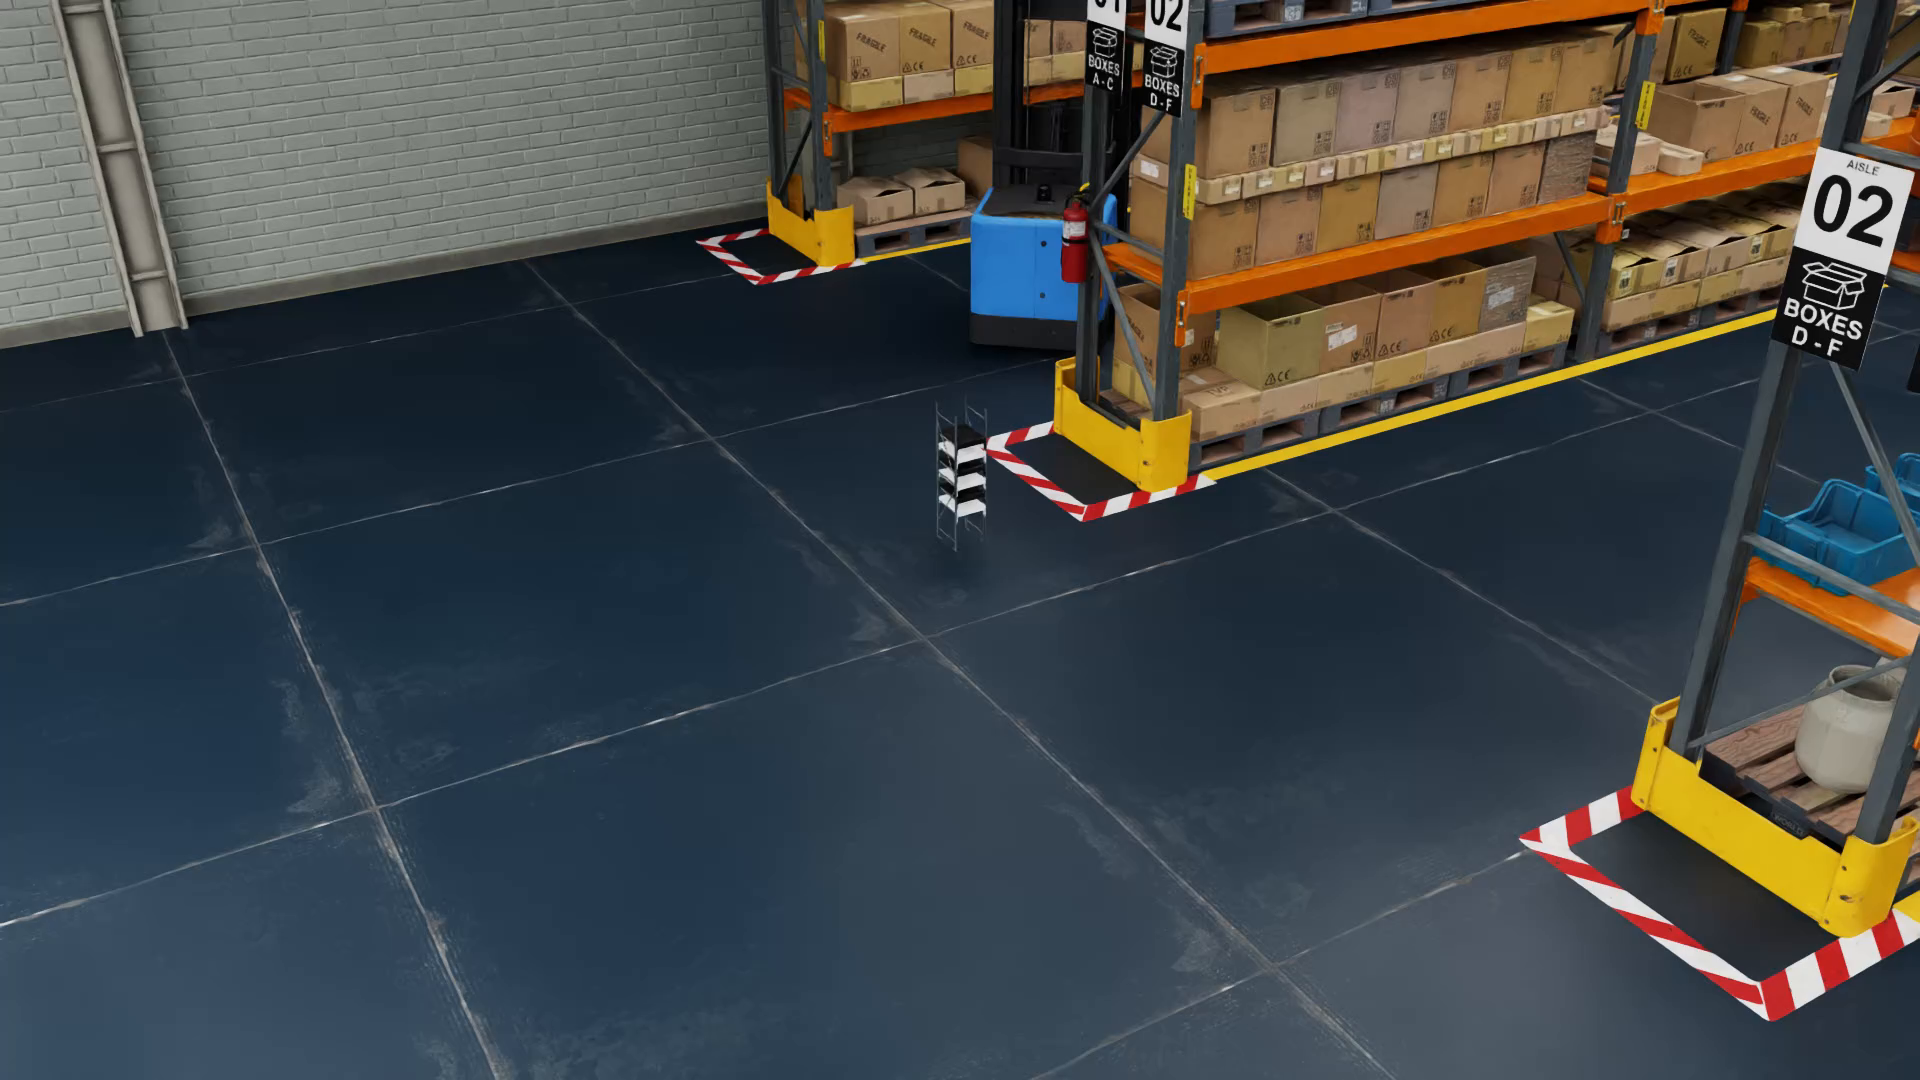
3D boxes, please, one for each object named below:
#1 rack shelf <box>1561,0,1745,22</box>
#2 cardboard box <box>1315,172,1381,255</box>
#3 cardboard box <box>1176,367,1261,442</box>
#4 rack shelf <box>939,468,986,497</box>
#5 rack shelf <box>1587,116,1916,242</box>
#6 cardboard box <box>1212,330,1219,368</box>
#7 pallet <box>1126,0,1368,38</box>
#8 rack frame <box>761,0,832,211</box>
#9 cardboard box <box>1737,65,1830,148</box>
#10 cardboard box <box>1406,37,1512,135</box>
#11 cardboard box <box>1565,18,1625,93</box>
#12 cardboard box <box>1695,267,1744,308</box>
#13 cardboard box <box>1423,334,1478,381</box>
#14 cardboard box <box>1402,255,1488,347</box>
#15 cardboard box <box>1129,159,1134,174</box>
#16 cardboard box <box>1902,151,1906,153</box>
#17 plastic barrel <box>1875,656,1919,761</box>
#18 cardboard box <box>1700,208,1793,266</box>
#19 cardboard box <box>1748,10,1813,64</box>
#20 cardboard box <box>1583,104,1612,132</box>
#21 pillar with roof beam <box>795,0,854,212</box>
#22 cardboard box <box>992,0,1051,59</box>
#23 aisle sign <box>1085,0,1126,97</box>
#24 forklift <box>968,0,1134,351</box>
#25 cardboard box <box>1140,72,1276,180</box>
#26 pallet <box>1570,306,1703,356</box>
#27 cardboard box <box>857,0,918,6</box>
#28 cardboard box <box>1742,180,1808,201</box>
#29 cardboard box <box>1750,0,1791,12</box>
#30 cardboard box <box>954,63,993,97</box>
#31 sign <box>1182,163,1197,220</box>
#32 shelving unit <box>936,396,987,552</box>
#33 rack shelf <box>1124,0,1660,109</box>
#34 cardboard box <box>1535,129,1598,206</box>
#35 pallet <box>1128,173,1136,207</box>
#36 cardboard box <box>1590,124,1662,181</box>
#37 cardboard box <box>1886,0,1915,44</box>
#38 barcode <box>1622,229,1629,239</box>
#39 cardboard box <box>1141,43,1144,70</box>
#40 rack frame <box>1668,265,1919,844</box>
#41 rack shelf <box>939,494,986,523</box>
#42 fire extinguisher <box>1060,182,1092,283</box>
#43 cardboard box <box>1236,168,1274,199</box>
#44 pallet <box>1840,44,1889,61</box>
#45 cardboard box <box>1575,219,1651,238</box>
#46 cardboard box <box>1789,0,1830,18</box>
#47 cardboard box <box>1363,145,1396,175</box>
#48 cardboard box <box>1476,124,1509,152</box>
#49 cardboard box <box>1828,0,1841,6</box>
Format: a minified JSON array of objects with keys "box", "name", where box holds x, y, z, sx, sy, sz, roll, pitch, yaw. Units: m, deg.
[{"box":[7.205,-6.097,18.938,4.000,0.370,1.077,-16,33,-26],"name":"rack shelf"},{"box":[2.386,-2.304,11.216,0.500,0.500,0.700,-16,33,-26],"name":"cardboard box"},{"box":[1.671,-0.920,11.223,0.500,0.250,0.500,-16,33,-26],"name":"cardboard box"},{"box":[0.007,-0.367,10.052,0.200,0.077,0.258,-16,33,-26],"name":"rack shelf"},{"box":[6.269,-3.055,13.426,4.000,0.370,1.077,-16,33,-26],"name":"rack shelf"},{"box":[1.834,-1.263,11.845,0.500,0.250,0.500,-16,33,-26],"name":"cardboard box"},{"box":[1.719,-3.338,10.181,1.213,0.211,1.003,-16,33,-26],"name":"pallet"},{"box":[-1.417,-3.964,14.328,0.127,3.000,1.000,-16,33,-26],"name":"rack frame"},{"box":[6.555,-3.486,13.358,0.500,0.500,0.500,-18,34,-29],"name":"cardboard box"},{"box":[3.298,-3.134,11.379,0.500,0.500,0.700,-16,33,-26],"name":"cardboard box"},{"box":[6.940,-5.502,18.905,0.750,0.750,0.750,-16,33,-27],"name":"cardboard box"},{"box":[5.905,-2.108,13.377,0.500,0.250,0.500,-17,33,-28],"name":"cardboard box"},{"box":[3.396,-1.409,12.110,0.500,0.250,0.500,-16,33,-26],"name":"cardboard box"},{"box":[3.389,-1.743,11.938,0.500,0.500,0.500,-16,33,-26],"name":"cardboard box"},{"box":[1.586,-3.752,16.421,0.250,0.166,0.380,-21,35,-33],"name":"cardboard box"},{"box":[8.727,-3.628,15.076,0.500,0.250,0.500,-15,32,-24],"name":"cardboard box"},{"box":[4.563,0.753,7.921,0.421,0.512,0.421,0,29,0],"name":"plastic barrel"},{"box":[6.352,-2.480,13.470,0.500,0.311,0.500,-15,32,-25],"name":"cardboard box"},{"box":[10.061,-6.253,20.628,0.500,0.500,0.700,-16,33,-27],"name":"cardboard box"},{"box":[4.419,-3.052,11.902,0.250,0.149,0.380,-16,33,-26],"name":"cardboard box"},{"box":[0.929,-5.329,10.592,0.400,9.000,9.100,-16,33,-26],"name":"pillar with roof beam"},{"box":[0.466,-4.599,14.837,0.500,0.500,0.500,-15,32,-25],"name":"cardboard box"},{"box":[0.891,-3.146,10.155,0.004,0.787,0.394,-16,33,-26],"name":"aisle sign"},{"box":[0.850,-3.413,13.401,1.130,2.935,3.031,5,29,10],"name":"forklift"},{"box":[1.551,-2.635,10.474,0.500,0.500,0.700,-16,33,-26],"name":"cardboard box"},{"box":[5.160,-1.856,13.395,1.213,0.211,1.003,-16,33,-26],"name":"pallet"},{"box":[-0.679,-4.558,14.764,0.500,0.500,0.500,-15,32,-26],"name":"cardboard box"},{"box":[6.944,-2.947,14.316,0.500,0.311,0.500,-17,33,-28],"name":"cardboard box"},{"box":[10.080,-6.657,20.689,0.250,0.149,0.380,-17,33,-28],"name":"cardboard box"},{"box":[0.047,-4.149,14.799,0.500,0.250,0.500,-16,33,-27],"name":"cardboard box"},{"box":[1.372,-2.082,9.941,0.005,0.325,0.100,-16,33,-26],"name":"sign"},{"box":[0.007,-0.396,10.036,0.210,0.900,0.258,-16,33,-26],"name":"shelving unit"},{"box":[2.820,-3.389,10.927,4.000,0.370,1.077,-16,33,-26],"name":"rack shelf"},{"box":[4.165,-2.813,12.139,0.500,0.500,0.700,-17,33,-28],"name":"cardboard box"},{"box":[1.471,-3.543,16.452,1.213,0.211,1.003,-16,33,-26],"name":"pallet"},{"box":[4.947,-2.953,12.652,0.500,0.250,0.500,-14,32,-23],"name":"cardboard box"},{"box":[11.825,-6.757,21.542,0.500,0.500,0.700,-16,33,-26],"name":"cardboard box"},{"box":[4.976,-2.288,12.429,0.075,0.075,0.001,-16,33,-26],"name":"barcode"},{"box":[1.777,-4.644,15.695,0.500,0.250,0.500,-16,33,-26],"name":"cardboard box"},{"box":[3.602,0.163,6.850,0.127,3.000,1.000,-16,33,-26],"name":"rack frame"},{"box":[0.007,-0.209,10.139,0.200,0.077,0.258,-16,33,-26],"name":"rack shelf"},{"box":[0.759,-2.032,10.907,0.183,0.674,0.296,-16,33,-26],"name":"fire extinguisher"},{"box":[1.770,-2.301,10.540,0.250,0.149,0.380,-17,33,-28],"name":"cardboard box"},{"box":[11.728,-6.431,21.685,1.213,0.211,1.003,-16,33,-26],"name":"pallet"},{"box":[5.194,-2.454,13.424,0.500,0.311,0.500,-15,32,-25],"name":"cardboard box"},{"box":[10.464,-6.551,20.497,0.250,0.149,0.380,-17,33,-28],"name":"cardboard box"},{"box":[2.653,-2.551,10.994,0.250,0.149,0.380,-16,33,-27],"name":"cardboard box"},{"box":[3.541,-2.804,11.452,0.250,0.149,0.380,-16,33,-27],"name":"cardboard box"},{"box":[10.960,-6.907,21.142,0.250,0.149,0.380,-15,32,-26],"name":"cardboard box"}]
